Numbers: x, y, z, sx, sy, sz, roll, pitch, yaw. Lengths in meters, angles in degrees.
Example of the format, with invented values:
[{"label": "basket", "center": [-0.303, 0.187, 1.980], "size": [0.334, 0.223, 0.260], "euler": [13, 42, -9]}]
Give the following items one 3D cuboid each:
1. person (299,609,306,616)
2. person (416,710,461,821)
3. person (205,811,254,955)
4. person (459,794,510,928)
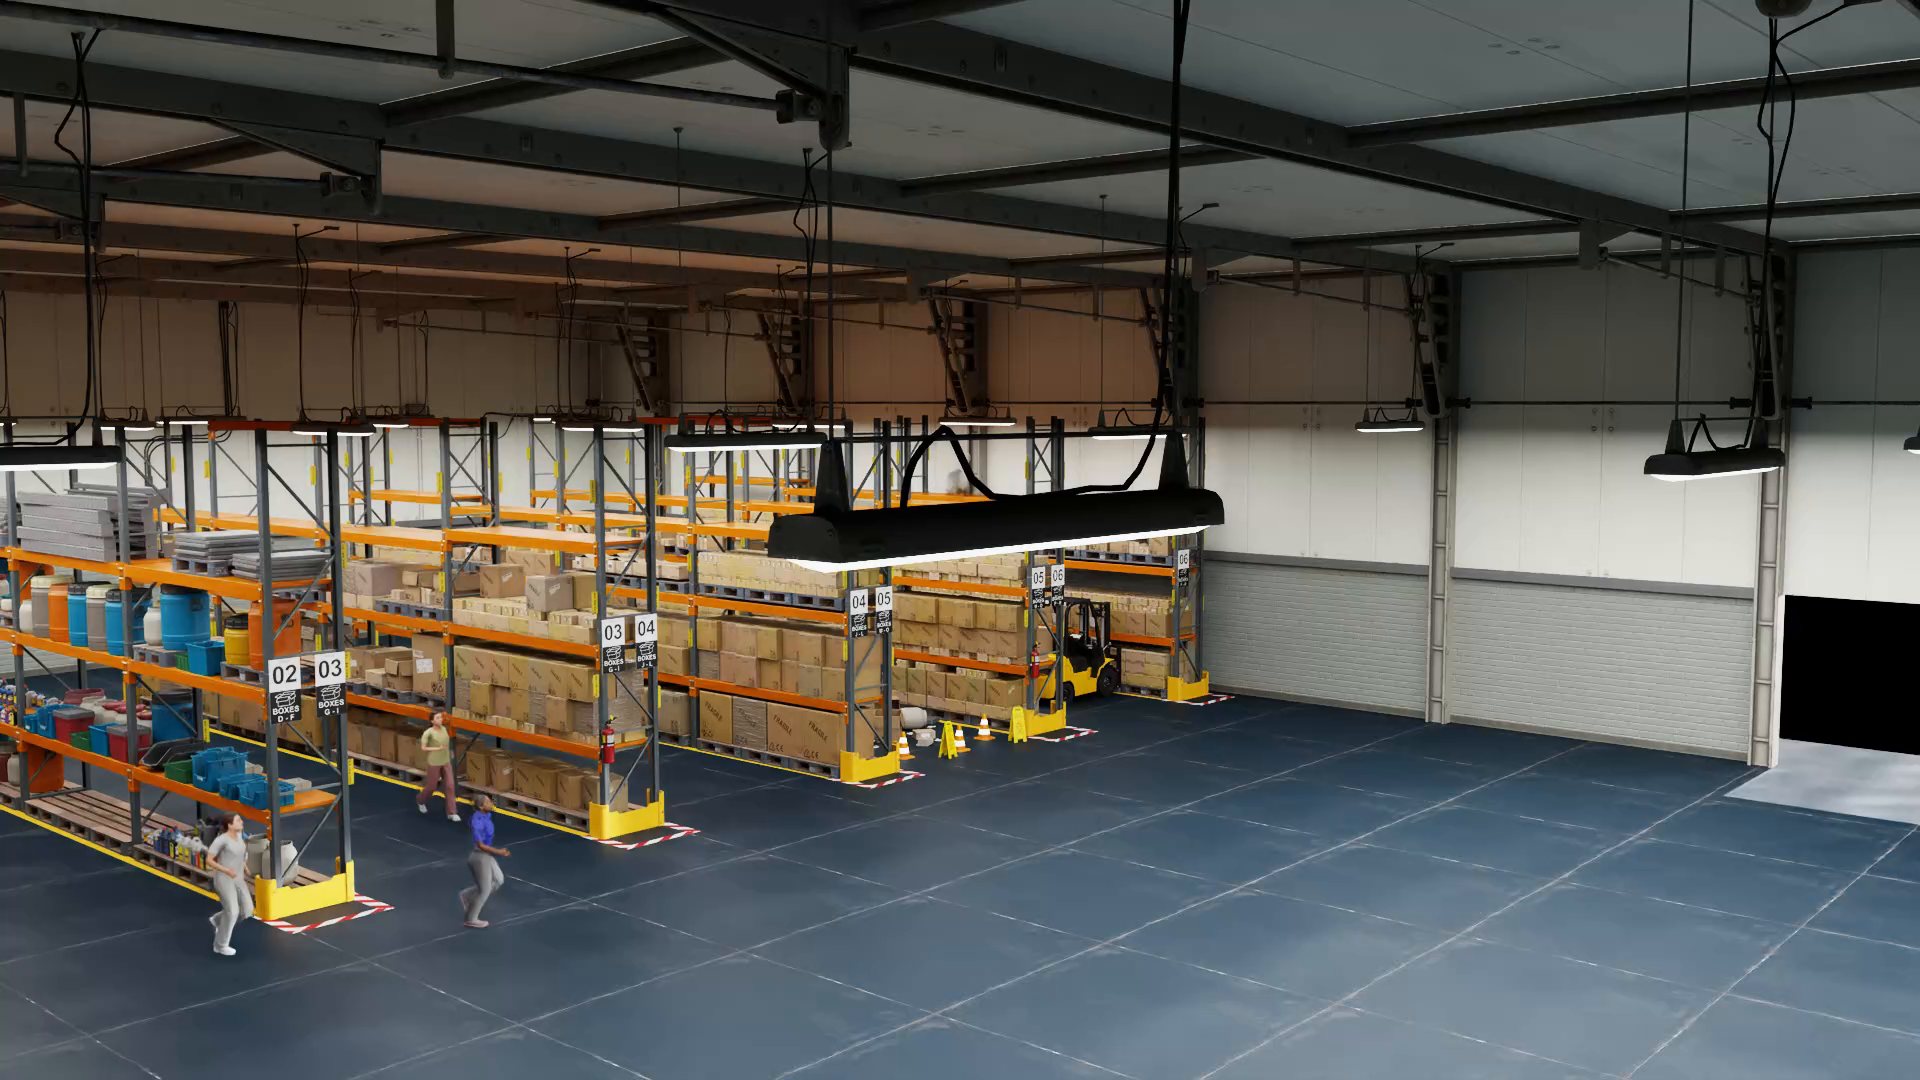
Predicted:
[{"label": "person", "center": [-15.046, 2.349, 37.838], "size": [0.696, 1.695, 0.629], "euler": [0, 5, 1]}, {"label": "person", "center": [-7.896, 3.399, 25.153], "size": [0.963, 1.628, 0.579], "euler": [4, 6, 38]}, {"label": "person", "center": [-8.481, 3.942, 19.291], "size": [0.558, 1.602, 0.569], "euler": [2, 5, 19]}, {"label": "person", "center": [-5.737, 3.860, 20.127], "size": [0.588, 1.615, 0.608], "euler": [-1, 5, -10]}]
